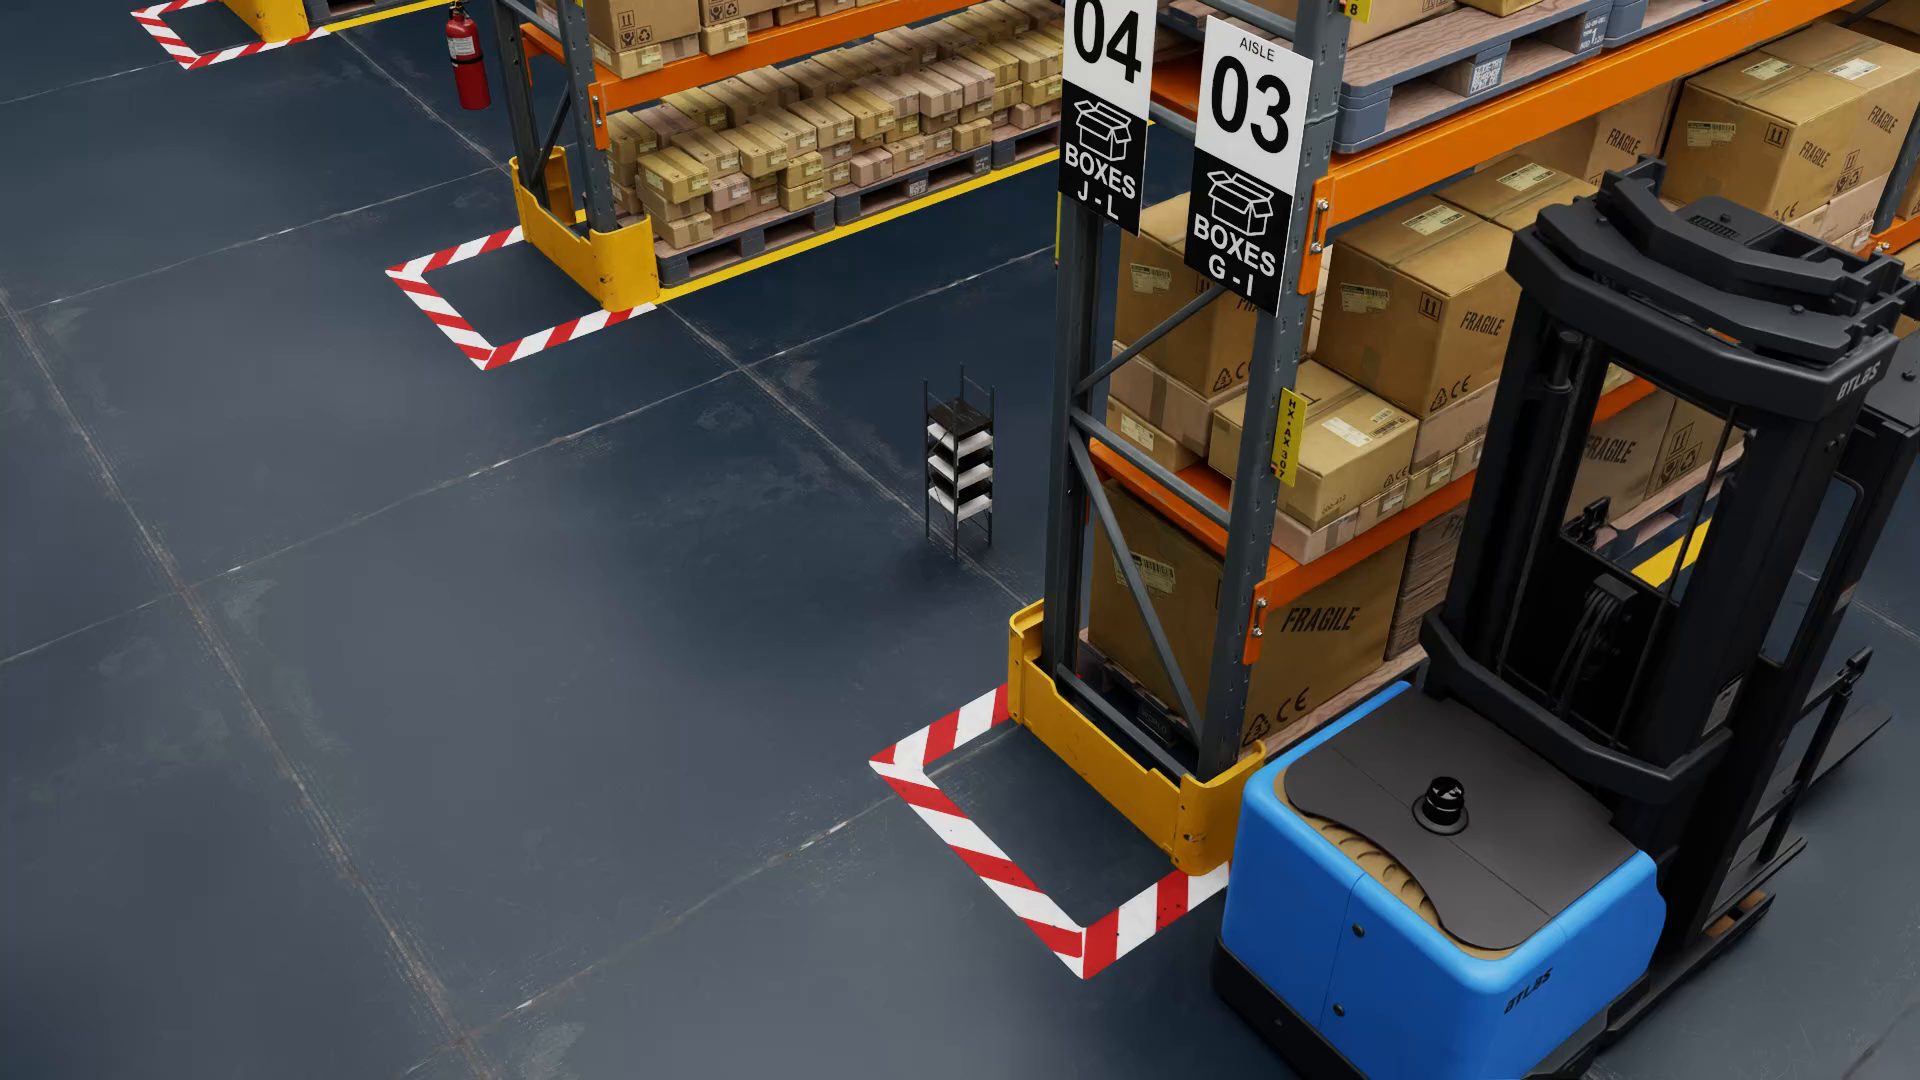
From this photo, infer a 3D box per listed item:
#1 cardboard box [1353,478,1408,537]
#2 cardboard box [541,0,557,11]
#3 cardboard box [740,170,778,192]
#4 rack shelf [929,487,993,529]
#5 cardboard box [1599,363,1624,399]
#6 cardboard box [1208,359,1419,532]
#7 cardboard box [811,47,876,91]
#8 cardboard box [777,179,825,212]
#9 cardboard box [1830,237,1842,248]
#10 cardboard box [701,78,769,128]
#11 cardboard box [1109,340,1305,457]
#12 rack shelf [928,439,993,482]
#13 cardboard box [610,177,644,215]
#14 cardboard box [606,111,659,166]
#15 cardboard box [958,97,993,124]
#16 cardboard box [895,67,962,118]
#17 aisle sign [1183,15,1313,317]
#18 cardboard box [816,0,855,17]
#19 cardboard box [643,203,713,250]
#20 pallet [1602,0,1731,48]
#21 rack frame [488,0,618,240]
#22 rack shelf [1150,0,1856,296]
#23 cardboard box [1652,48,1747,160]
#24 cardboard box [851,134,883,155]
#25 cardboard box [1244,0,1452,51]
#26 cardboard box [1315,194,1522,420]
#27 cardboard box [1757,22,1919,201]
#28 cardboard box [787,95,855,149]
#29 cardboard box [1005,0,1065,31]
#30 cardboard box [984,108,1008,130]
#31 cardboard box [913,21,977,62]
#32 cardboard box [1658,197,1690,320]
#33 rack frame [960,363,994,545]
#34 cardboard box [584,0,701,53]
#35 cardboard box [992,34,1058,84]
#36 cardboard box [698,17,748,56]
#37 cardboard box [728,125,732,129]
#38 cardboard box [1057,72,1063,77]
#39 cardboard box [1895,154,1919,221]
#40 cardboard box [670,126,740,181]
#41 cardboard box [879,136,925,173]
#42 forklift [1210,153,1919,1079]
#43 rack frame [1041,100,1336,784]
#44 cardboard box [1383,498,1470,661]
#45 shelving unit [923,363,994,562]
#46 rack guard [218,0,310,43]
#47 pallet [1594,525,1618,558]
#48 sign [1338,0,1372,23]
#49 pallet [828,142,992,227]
[{"bbox_3d":[1.370,-0.206,5.968,0.250,0.149,0.380,-27,46,-29],"label":"cardboard box"},{"bbox_3d":[-2.058,-3.222,9.133,0.500,0.500,0.500,-25,46,-27],"label":"cardboard box"},{"bbox_3d":[-1.294,-2.231,9.920,0.250,0.149,0.380,-25,46,-28],"label":"cardboard box"},{"bbox_3d":[-0.006,-0.180,7.730,0.200,0.077,0.258,-26,46,-28],"label":"rack shelf"},{"bbox_3d":[2.386,-0.701,6.572,0.250,0.149,0.380,-27,47,-29],"label":"cardboard box"},{"bbox_3d":[1.230,-0.339,5.815,0.500,0.250,0.500,-27,47,-29],"label":"cardboard box"},{"bbox_3d":[-0.740,-2.982,10.601,0.250,0.149,0.380,-26,46,-28],"label":"cardboard box"},{"bbox_3d":[-1.027,-2.153,10.059,0.250,0.149,0.380,-25,46,-28],"label":"cardboard box"},{"bbox_3d":[3.610,-1.299,7.299,0.250,0.149,0.380,-25,46,-27],"label":"cardboard box"},{"bbox_3d":[-1.386,-2.688,10.243,0.250,0.149,0.380,-28,47,-30],"label":"cardboard box"},{"bbox_3d":[0.907,-0.610,6.146,0.500,0.250,0.500,-27,46,-29],"label":"cardboard box"},{"bbox_3d":[-0.006,-0.389,7.558,0.200,0.077,0.258,-26,46,-28],"label":"rack shelf"},{"bbox_3d":[-1.967,-2.134,10.036,0.250,0.149,0.380,-25,46,-27],"label":"cardboard box"},{"bbox_3d":[-1.992,-2.388,9.877,0.250,0.149,0.380,-25,46,-28],"label":"cardboard box"},{"bbox_3d":[0.001,-2.826,10.645,0.250,0.149,0.380,-25,45,-27],"label":"cardboard box"},{"bbox_3d":[-0.199,-2.792,10.370,0.250,0.149,0.380,-28,47,-30],"label":"cardboard box"},{"bbox_3d":[0.810,-1.059,4.759,0.004,0.787,0.394,-26,46,-28],"label":"aisle sign"},{"bbox_3d":[-0.814,-3.168,9.578,0.250,0.149,0.380,-27,46,-29],"label":"cardboard box"},{"bbox_3d":[-1.647,-1.867,9.711,0.250,0.149,0.380,-25,46,-27],"label":"cardboard box"},{"bbox_3d":[2.235,-2.124,5.812,1.213,0.211,1.003,-26,46,-28],"label":"pallet"},{"bbox_3d":[-2.258,-2.766,8.890,0.127,3.000,1.000,-26,46,-28],"label":"rack frame"},{"bbox_3d":[2.271,-1.887,6.021,4.000,0.370,1.077,-26,46,-28],"label":"rack shelf"},{"bbox_3d":[2.926,-1.882,7.105,0.500,0.500,0.500,-26,46,-28],"label":"cardboard box"},{"bbox_3d":[-0.682,-2.551,10.310,0.250,0.149,0.380,-24,45,-26],"label":"cardboard box"},{"bbox_3d":[1.064,-1.859,4.931,0.500,0.500,0.700,-29,47,-31],"label":"cardboard box"},{"bbox_3d":[1.626,-0.822,5.813,0.500,0.500,0.500,-27,47,-29],"label":"cardboard box"},{"bbox_3d":[3.655,-1.813,7.021,0.500,0.500,0.500,-25,45,-27],"label":"cardboard box"},{"bbox_3d":[-0.840,-2.527,10.047,0.250,0.149,0.380,-24,45,-27],"label":"cardboard box"},{"bbox_3d":[0.515,-3.573,11.321,0.250,0.149,0.380,-24,45,-26],"label":"cardboard box"},{"bbox_3d":[0.101,-2.815,10.867,0.250,0.149,0.380,-27,47,-29],"label":"cardboard box"},{"bbox_3d":[-0.103,-3.261,10.942,0.250,0.149,0.380,-27,47,-29],"label":"cardboard box"},{"bbox_3d":[2.853,-1.134,6.784,0.500,0.250,0.500,-25,46,-27],"label":"cardboard box"},{"bbox_3d":[0.074,-0.384,7.642,0.006,0.900,0.240,-26,46,-28],"label":"rack frame"},{"bbox_3d":[-1.733,-2.954,8.806,0.500,0.500,0.500,-24,45,-26],"label":"cardboard box"},{"bbox_3d":[0.419,-3.115,10.763,0.250,0.149,0.380,-26,46,-28],"label":"cardboard box"},{"bbox_3d":[-1.378,-2.825,9.160,0.250,0.149,0.380,-27,47,-29],"label":"cardboard box"},{"bbox_3d":[-1.326,-2.542,10.299,0.250,0.149,0.380,-27,46,-29],"label":"cardboard box"},{"bbox_3d":[0.651,-3.094,10.972,0.250,0.149,0.380,-28,47,-30],"label":"cardboard box"},{"bbox_3d":[4.373,-1.869,7.718,0.500,0.500,0.500,-26,46,-28],"label":"cardboard box"},{"bbox_3d":[-1.490,-2.254,9.714,0.250,0.149,0.380,-25,46,-27],"label":"cardboard box"},{"bbox_3d":[-0.429,-2.472,10.448,0.250,0.149,0.380,-26,46,-28],"label":"cardboard box"},{"bbox_3d":[2.362,0.134,5.409,3.031,2.935,1.130,-26,46,-28],"label":"forklift"},{"bbox_3d":[0.685,-0.232,5.801,0.127,3.000,1.000,-26,46,-28],"label":"rack frame"},{"bbox_3d":[1.865,-0.212,7.121,0.875,0.875,0.875,-26,46,-28],"label":"cardboard box"},{"bbox_3d":[-0.006,-0.345,7.594,0.210,0.900,0.258,-26,46,-28],"label":"shelving unit"},{"bbox_3d":[-5.373,-4.240,12.658,0.348,0.500,1.175,-26,46,-28],"label":"rack guard"},{"bbox_3d":[2.238,0.029,7.682,1.213,0.211,1.003,-26,46,-28],"label":"pallet"},{"bbox_3d":[1.018,-1.479,4.205,0.005,0.325,0.100,-26,46,-28],"label":"sign"},{"bbox_3d":[-0.565,-2.482,10.742,1.213,0.211,1.003,-26,46,-28],"label":"pallet"}]
